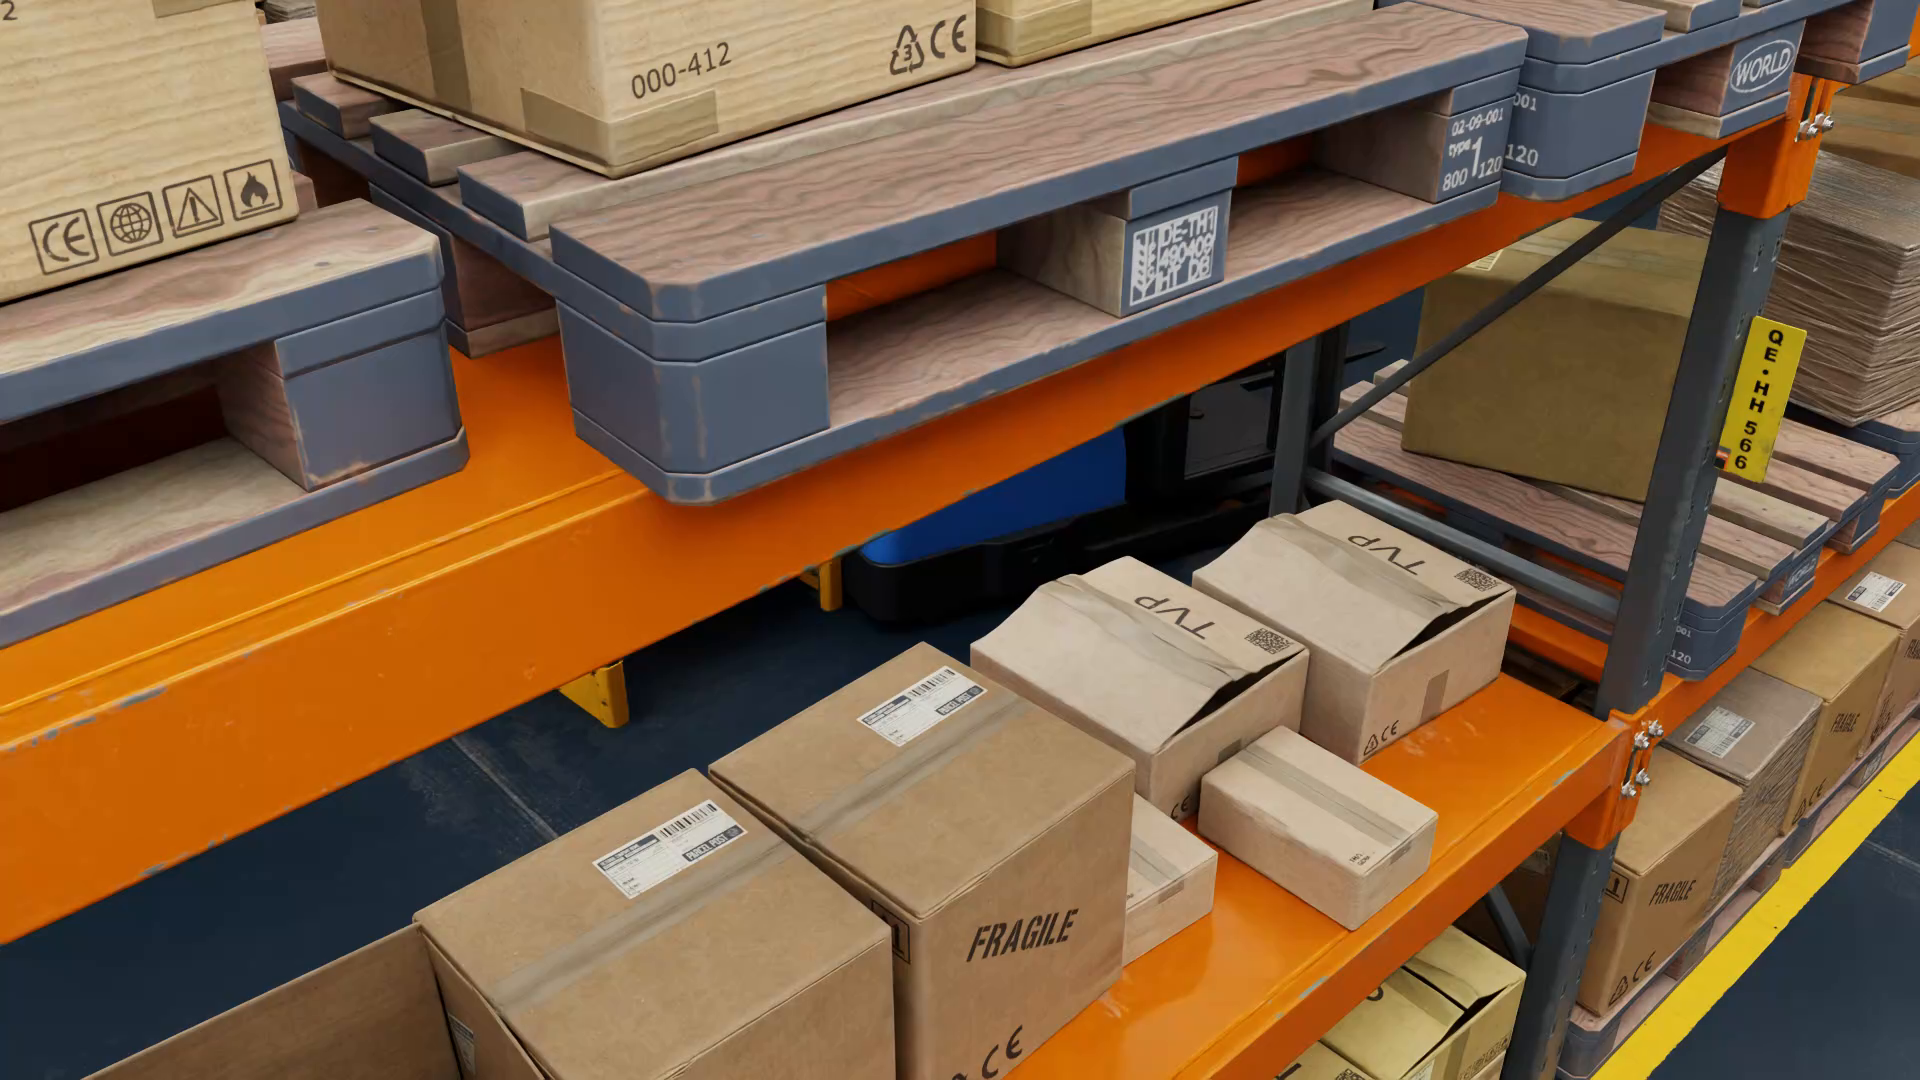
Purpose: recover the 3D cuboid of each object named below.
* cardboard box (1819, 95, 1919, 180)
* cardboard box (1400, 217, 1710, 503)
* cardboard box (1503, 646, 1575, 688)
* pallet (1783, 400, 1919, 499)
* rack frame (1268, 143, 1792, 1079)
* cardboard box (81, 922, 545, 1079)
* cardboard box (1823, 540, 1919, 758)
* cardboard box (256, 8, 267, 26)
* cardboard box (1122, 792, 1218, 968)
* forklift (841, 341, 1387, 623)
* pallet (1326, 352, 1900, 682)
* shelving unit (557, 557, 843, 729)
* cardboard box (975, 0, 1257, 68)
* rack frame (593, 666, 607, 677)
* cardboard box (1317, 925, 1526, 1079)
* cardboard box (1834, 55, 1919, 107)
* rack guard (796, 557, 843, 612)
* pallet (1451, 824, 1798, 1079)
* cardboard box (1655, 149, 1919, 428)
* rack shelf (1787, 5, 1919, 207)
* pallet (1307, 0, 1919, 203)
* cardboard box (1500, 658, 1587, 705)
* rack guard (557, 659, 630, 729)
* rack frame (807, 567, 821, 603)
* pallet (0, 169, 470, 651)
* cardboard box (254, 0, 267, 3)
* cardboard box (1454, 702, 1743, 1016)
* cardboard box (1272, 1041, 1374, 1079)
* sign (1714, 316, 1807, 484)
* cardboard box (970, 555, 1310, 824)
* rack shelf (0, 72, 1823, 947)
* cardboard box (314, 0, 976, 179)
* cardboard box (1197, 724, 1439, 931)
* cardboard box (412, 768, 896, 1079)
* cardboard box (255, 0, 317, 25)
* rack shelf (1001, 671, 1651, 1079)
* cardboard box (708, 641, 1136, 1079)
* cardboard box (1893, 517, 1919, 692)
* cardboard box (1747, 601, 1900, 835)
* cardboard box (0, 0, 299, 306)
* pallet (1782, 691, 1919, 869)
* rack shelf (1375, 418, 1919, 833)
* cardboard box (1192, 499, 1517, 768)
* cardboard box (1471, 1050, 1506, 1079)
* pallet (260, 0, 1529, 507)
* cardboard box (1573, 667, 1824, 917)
[{"bbox_3d":[2.837,-0.974,4.970,0.700,0.500,0.500,18,36,27],"label":"cardboard box"},{"bbox_3d":[1.543,-0.472,4.149,0.700,0.500,0.500,15,35,23],"label":"cardboard box"},{"bbox_3d":[1.722,0.132,4.915,0.500,0.250,0.500,-24,39,-34],"label":"cardboard box"},{"bbox_3d":[2.581,-0.594,5.030,1.213,0.211,1.003,-26,40,-35],"label":"pallet"},{"bbox_3d":[1.158,0.016,3.849,0.127,3.000,1.000,-26,40,-35],"label":"rack frame"},{"bbox_3d":[-0.815,0.939,2.243,0.500,0.500,0.500,-23,38,-32],"label":"cardboard box"},{"bbox_3d":[2.816,0.292,5.372,0.500,0.500,0.500,-27,41,-37],"label":"cardboard box"},{"bbox_3d":[-2.942,-1.729,6.185,0.700,0.500,0.500,25,39,35],"label":"cardboard box"},{"bbox_3d":[0.261,0.597,3.139,0.250,0.149,0.380,-23,38,-32],"label":"cardboard box"},{"bbox_3d":[0.796,-1.478,6.357,3.031,2.935,1.130,-15,35,-23],"label":"forklift"},{"bbox_3d":[1.607,-0.170,4.336,1.003,0.211,1.213,-26,40,-35],"label":"pallet"},{"bbox_3d":[-1.024,-0.297,5.798,0.587,1.500,1.083,27,40,36],"label":"shelving unit"},{"bbox_3d":[0.064,-0.805,2.057,0.500,0.250,0.500,-27,40,-36],"label":"cardboard box"},{"bbox_3d":[-1.383,-0.103,5.481,0.500,1.500,0.032,27,40,36],"label":"rack frame"},{"bbox_3d":[0.941,1.051,3.852,0.500,0.311,0.500,-25,39,-34],"label":"cardboard box"},{"bbox_3d":[3.130,-1.274,5.460,0.500,0.500,0.700,-19,36,-28],"label":"cardboard box"},{"bbox_3d":[-0.678,0.049,6.430,0.587,0.250,0.087,27,40,36],"label":"rack guard"},{"bbox_3d":[1.731,0.955,4.986,1.213,0.211,1.003,-26,40,-35],"label":"pallet"},{"bbox_3d":[2.343,-0.724,4.560,0.500,0.500,0.700,-18,36,-27],"label":"cardboard box"},{"bbox_3d":[2.624,-1.666,4.414,4.000,0.370,1.077,-26,40,-35],"label":"rack shelf"},{"bbox_3d":[0.721,-0.908,2.666,1.003,0.211,1.213,-24,39,-33],"label":"pallet"},{"bbox_3d":[1.684,0.473,5.075,0.500,0.500,0.500,-24,39,-34],"label":"cardboard box"},{"bbox_3d":[-1.370,0.423,5.819,0.587,0.250,0.087,27,40,36],"label":"rack guard"},{"bbox_3d":[-0.677,-0.485,6.105,0.500,1.500,0.032,27,40,36],"label":"rack frame"},{"bbox_3d":[-1.137,-0.081,1.316,0.805,0.209,1.217,27,41,37],"label":"pallet"},{"bbox_3d":[-2.671,-2.131,6.221,0.380,0.149,0.250,22,38,31],"label":"cardboard box"},{"bbox_3d":[1.686,0.843,4.471,0.500,0.500,0.500,-24,39,-34],"label":"cardboard box"},{"bbox_3d":[0.565,1.237,3.547,0.500,0.311,0.500,-27,40,-36],"label":"cardboard box"},{"bbox_3d":[1.538,-0.267,3.201,0.005,0.325,0.100,-26,40,-35],"label":"sign"},{"bbox_3d":[0.370,0.297,3.474,0.500,0.311,0.500,-26,40,-36],"label":"cardboard box"},{"bbox_3d":[-0.309,-0.247,2.094,4.000,0.370,1.077,-26,40,-35],"label":"rack shelf"},{"bbox_3d":[-0.332,-0.615,1.746,0.500,0.250,0.500,25,40,35],"label":"cardboard box"},{"bbox_3d":[0.686,0.548,3.220,0.250,0.149,0.380,-26,40,-35],"label":"cardboard box"},{"bbox_3d":[-0.447,0.761,2.534,0.500,0.500,0.500,-26,40,-35],"label":"cardboard box"},{"bbox_3d":[-2.551,-1.938,6.526,0.700,0.500,0.500,24,39,34],"label":"cardboard box"},{"bbox_3d":[-0.309,1.032,2.876,4.000,0.370,1.077,-26,40,-35],"label":"rack shelf"},{"bbox_3d":[-0.061,0.575,2.839,0.500,0.500,0.500,27,40,36],"label":"cardboard box"},{"bbox_3d":[3.188,0.110,5.669,0.500,0.500,0.500,-25,39,-35],"label":"cardboard box"},{"bbox_3d":[2.437,0.479,5.066,0.500,0.500,0.500,-26,40,-36],"label":"cardboard box"},{"bbox_3d":[-0.916,-0.371,1.347,0.500,0.250,0.500,25,39,34],"label":"cardboard box"},{"bbox_3d":[2.625,0.525,5.690,1.213,0.211,1.003,-26,40,-35],"label":"pallet"},{"bbox_3d":[2.624,-0.387,5.196,4.000,0.370,1.077,-26,40,-35],"label":"rack shelf"},{"bbox_3d":[0.861,0.166,3.688,0.500,0.311,0.500,-23,38,-33],"label":"cardboard box"},{"bbox_3d":[0.938,1.290,3.999,0.500,0.250,0.500,-25,39,-34],"label":"cardboard box"},{"bbox_3d":[-0.097,-0.511,2.015,1.213,0.211,1.003,-24,39,-33],"label":"pallet"},{"bbox_3d":[2.066,0.655,4.778,0.500,0.500,0.500,-27,41,-37],"label":"cardboard box"}]
